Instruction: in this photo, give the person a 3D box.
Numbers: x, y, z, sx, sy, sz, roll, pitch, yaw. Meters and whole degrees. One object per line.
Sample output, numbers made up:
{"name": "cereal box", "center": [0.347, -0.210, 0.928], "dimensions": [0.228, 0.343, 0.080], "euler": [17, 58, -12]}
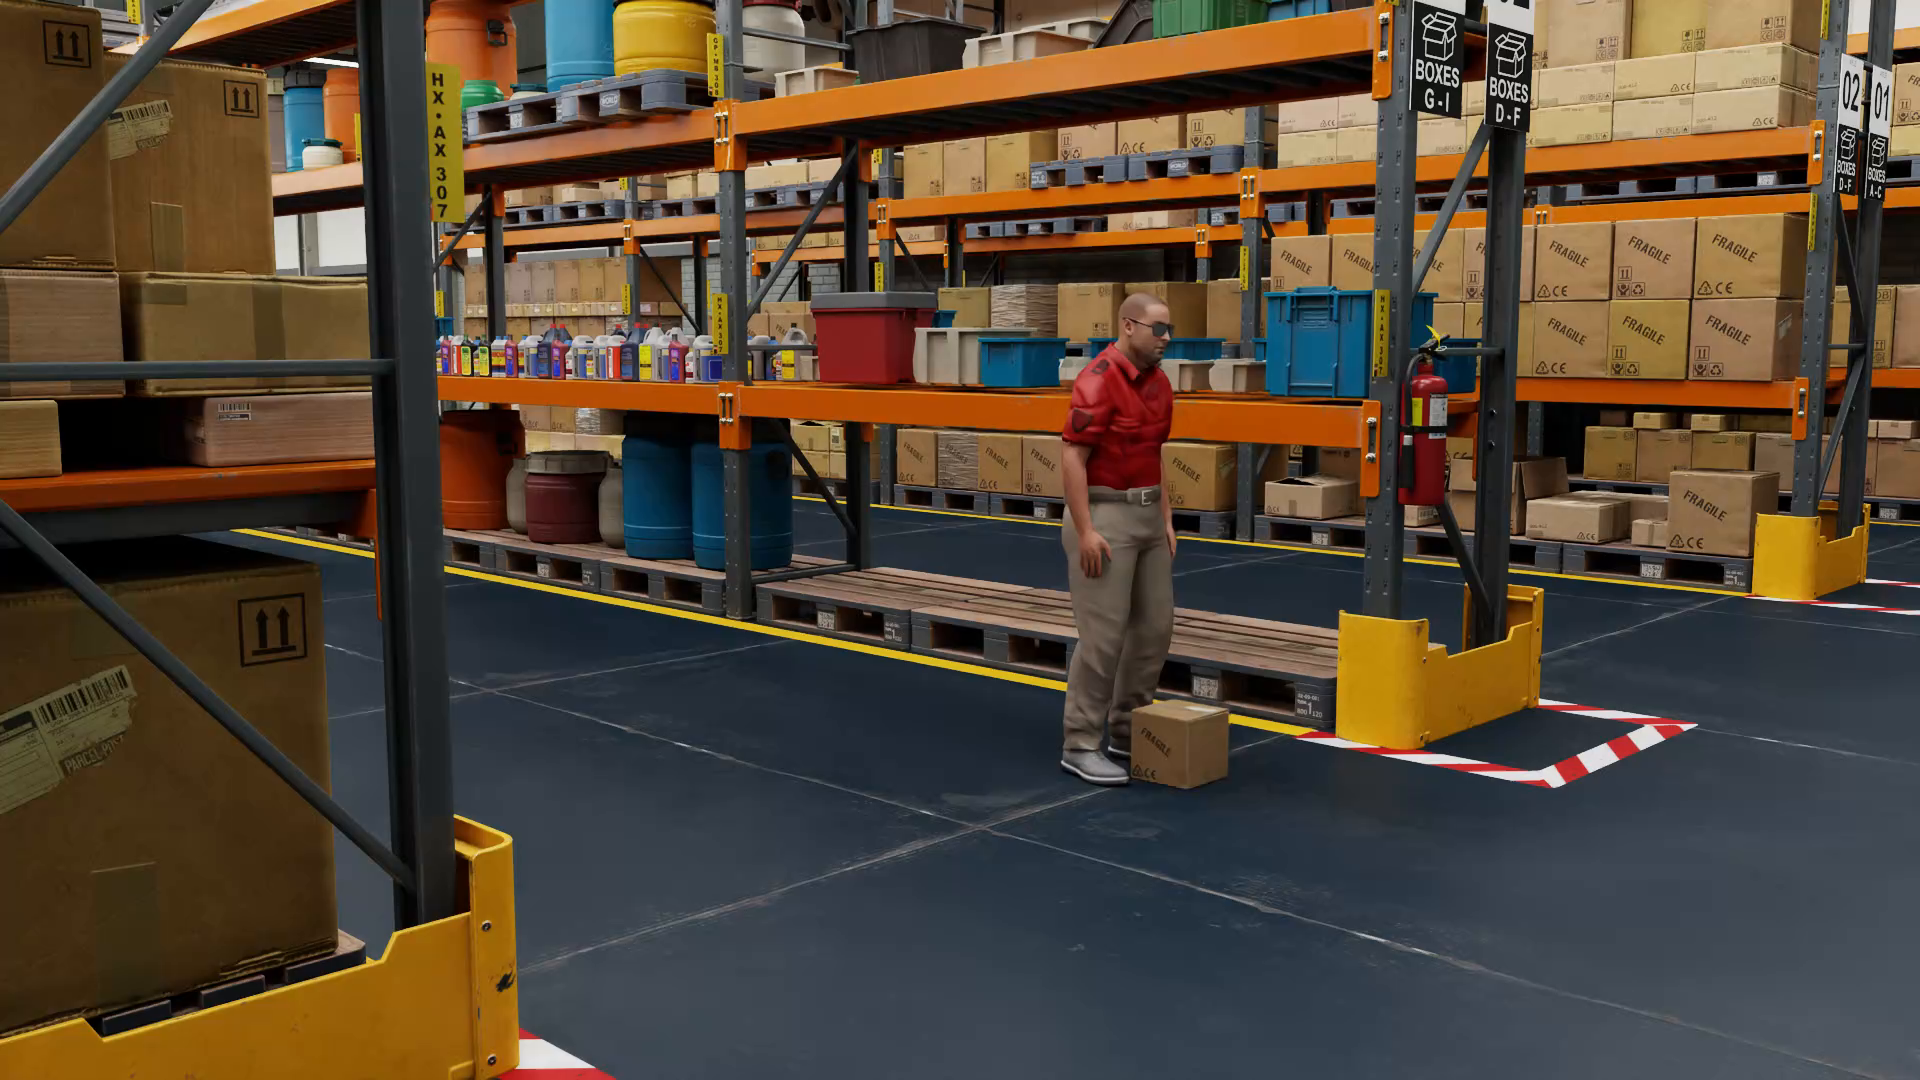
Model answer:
{"name": "person", "center": [0.594, -0.027, 6.030], "dimensions": [0.390, 1.726, 0.582], "euler": [6, 9, 41]}
